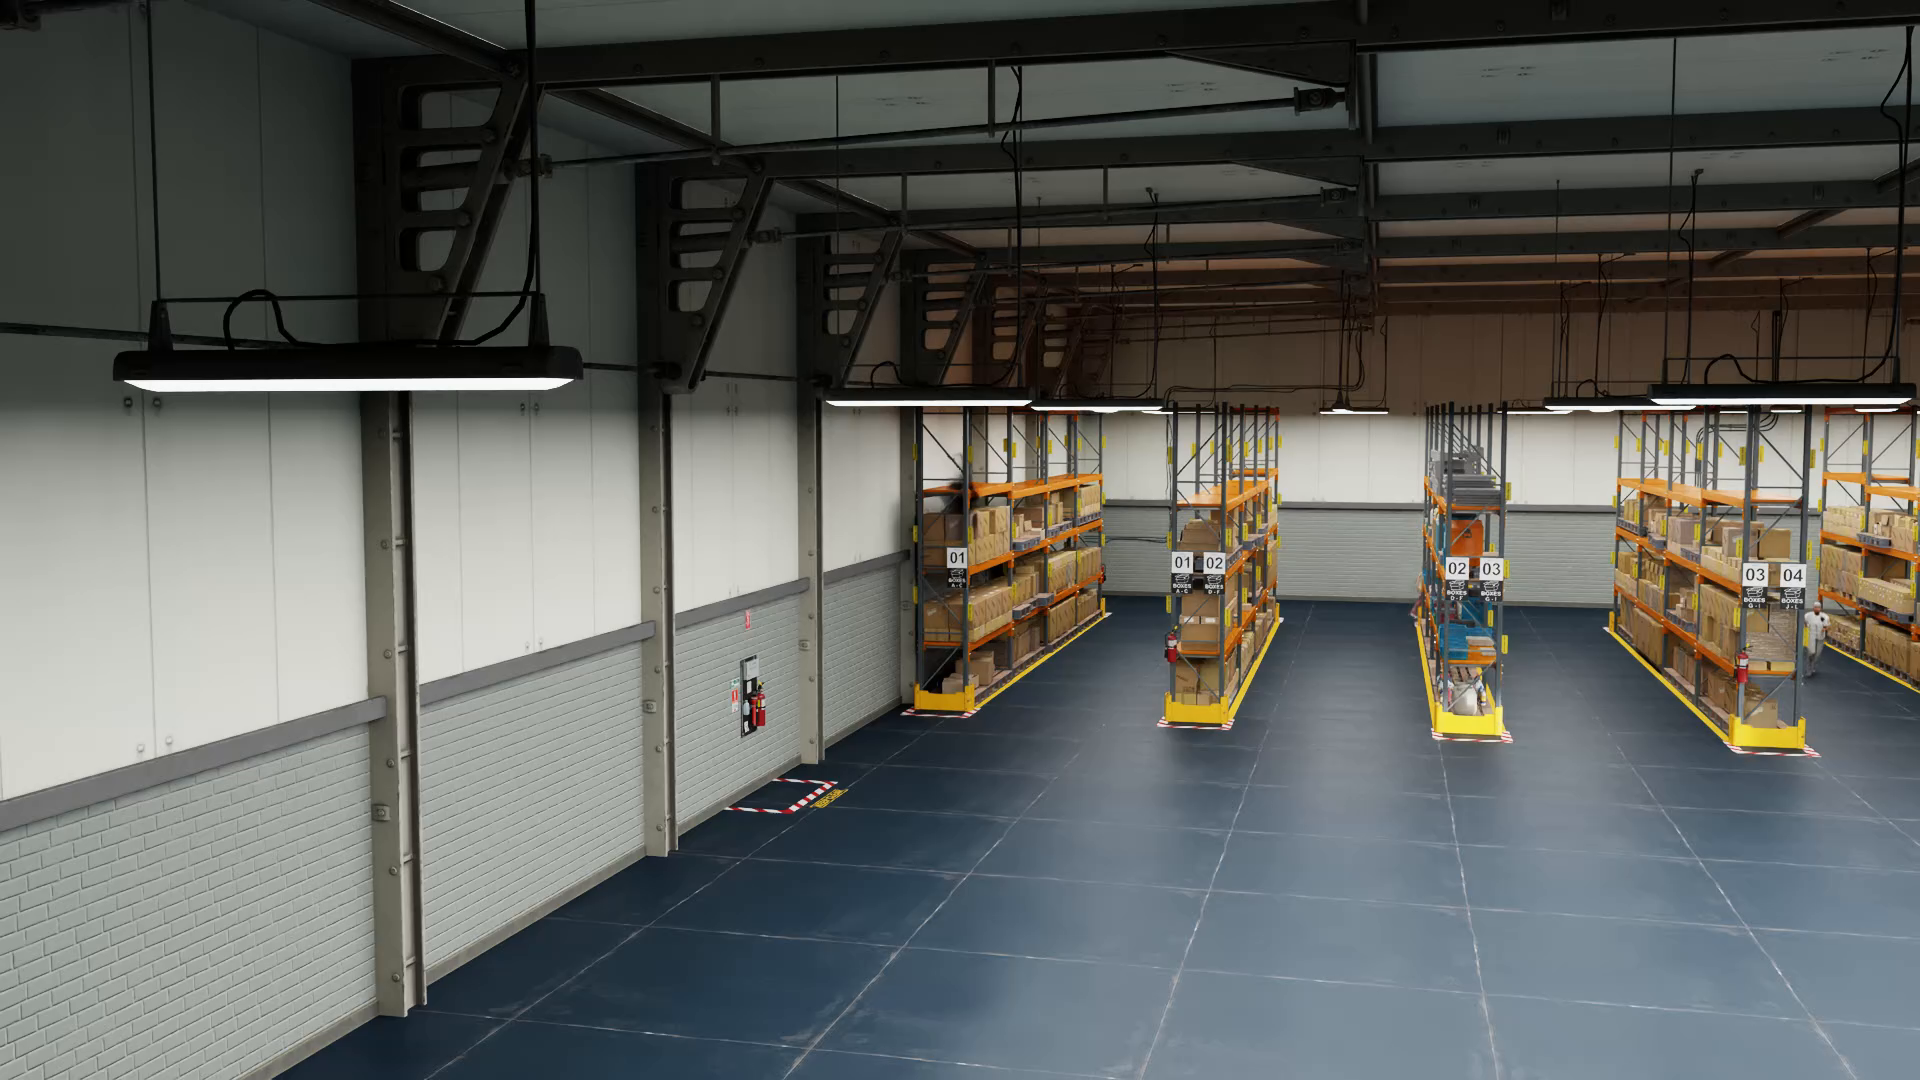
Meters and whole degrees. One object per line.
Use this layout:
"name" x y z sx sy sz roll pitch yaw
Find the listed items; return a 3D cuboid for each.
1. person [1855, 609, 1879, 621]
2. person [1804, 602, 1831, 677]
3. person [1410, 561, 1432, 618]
"person" 24.541 1.525 44.947 0.798 1.784 0.570 -2 5 -21
"person" 18.930 2.195 36.760 0.530 1.676 0.783 1 4 15
"person" 13.105 1.427 46.657 0.963 1.673 0.495 2 5 27
